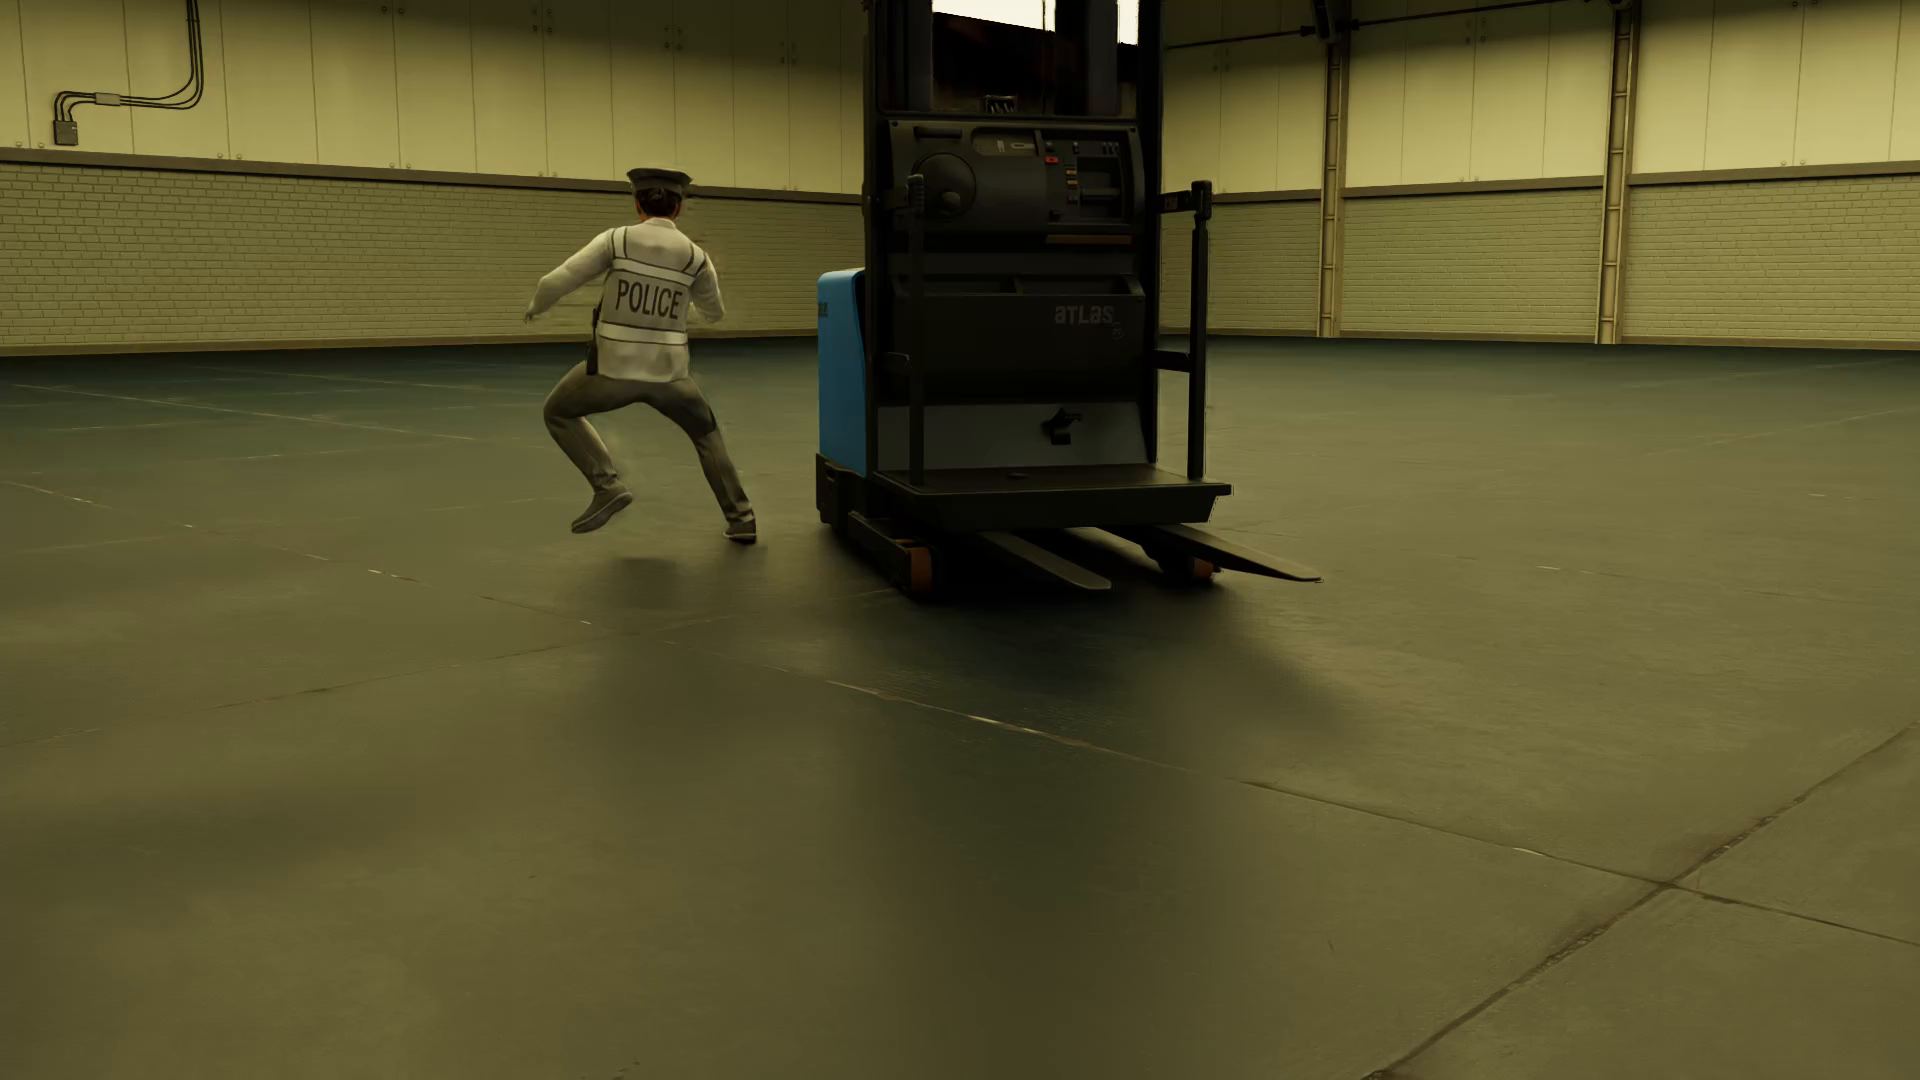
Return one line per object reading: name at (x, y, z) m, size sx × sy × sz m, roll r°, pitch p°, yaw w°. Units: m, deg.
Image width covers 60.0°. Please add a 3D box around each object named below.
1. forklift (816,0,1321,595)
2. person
forklift at (0.264, -1.329, 5.698) m, size 1.130 × 2.935 × 3.031 m, roll -2°, pitch 9°, yaw -15°
person at (-1.241, -0.700, 6.510) m, size 0.872 × 1.469 × 0.727 m, roll -3°, pitch 9°, yaw -17°
